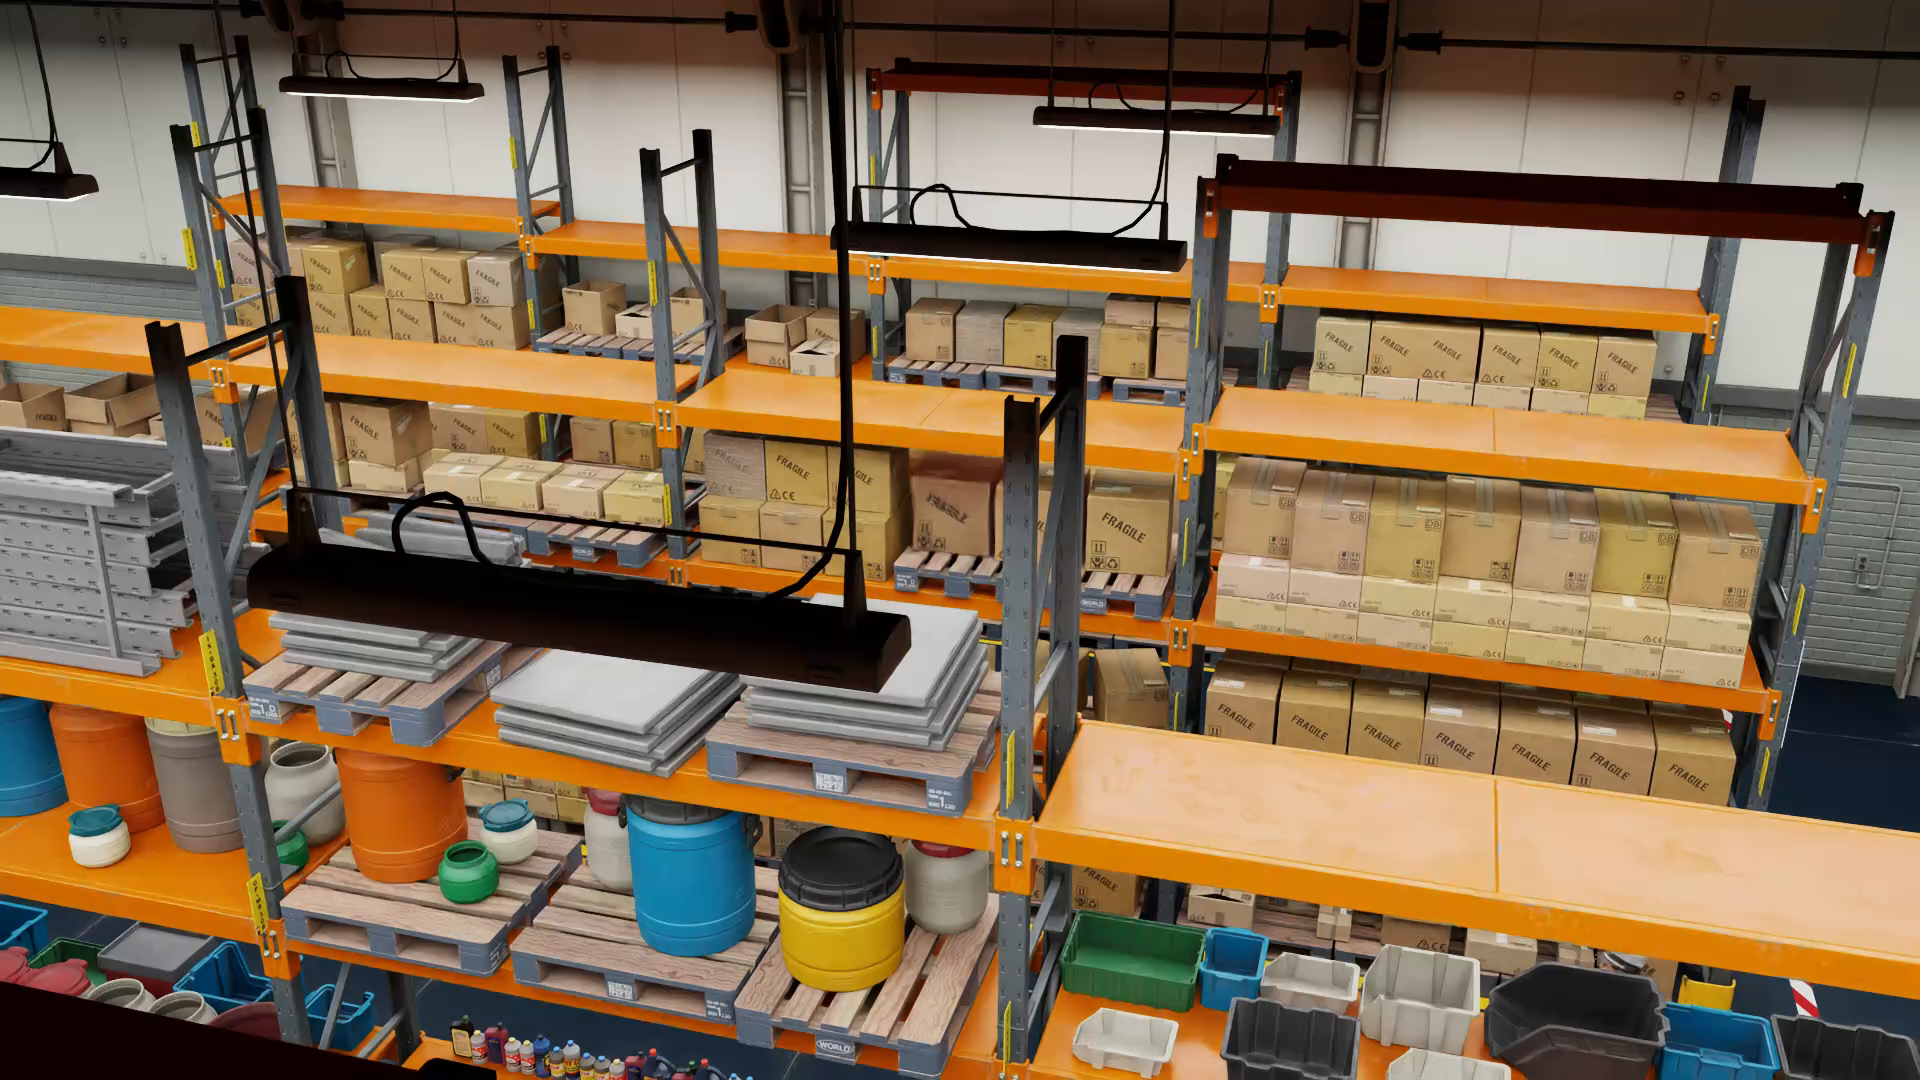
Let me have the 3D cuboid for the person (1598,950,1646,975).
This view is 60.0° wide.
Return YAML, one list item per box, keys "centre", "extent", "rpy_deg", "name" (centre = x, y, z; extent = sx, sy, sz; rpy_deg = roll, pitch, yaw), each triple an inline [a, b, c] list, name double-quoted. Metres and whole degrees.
- centre: [4.235, 3.305, 10.640]
  extent: [0.872, 1.639, 0.486]
  rpy_deg: [5, 23, 13]
  name: "person"
